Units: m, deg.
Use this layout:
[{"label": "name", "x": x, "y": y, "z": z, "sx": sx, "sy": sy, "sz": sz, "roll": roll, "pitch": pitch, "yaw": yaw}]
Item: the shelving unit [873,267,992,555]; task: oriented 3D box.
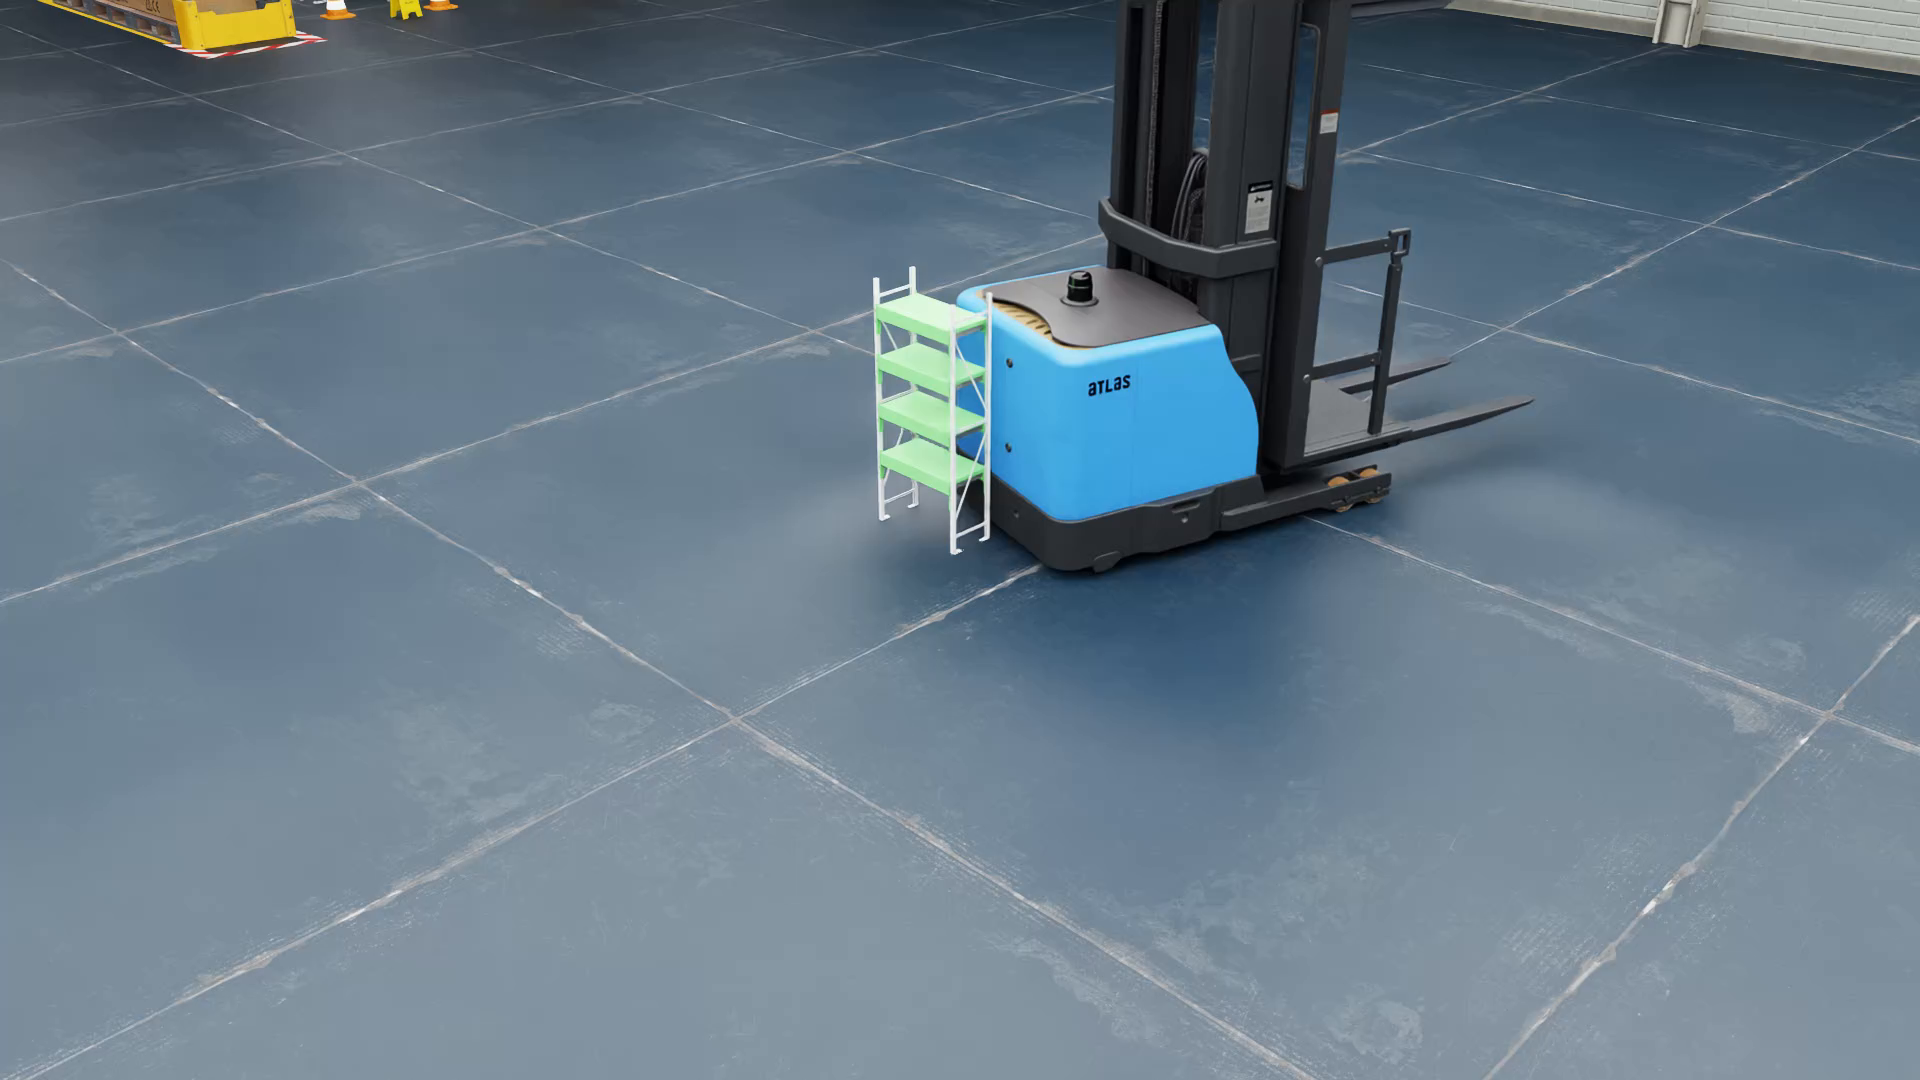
[{"label": "shelving unit", "x": -0.123, "y": -0.584, "z": 7.572, "sx": 0.258, "sy": 1.200, "sz": 0.503, "roll": -24, "pitch": 36, "yaw": -38}]

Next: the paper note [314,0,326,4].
[{"label": "paper note", "x": -7.734, "y": -6.507, "z": 20.094, "sx": 0.144, "sy": 0.017, "sz": 0.142, "roll": -13, "pitch": 30, "yaw": -22}]

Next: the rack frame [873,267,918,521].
[{"label": "rack frame", "x": -0.294, "y": -0.665, "z": 7.726, "sx": 0.240, "sy": 1.200, "sz": 0.015, "roll": -24, "pitch": 36, "yaw": -38}]

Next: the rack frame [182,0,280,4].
[{"label": "rack frame", "x": -7.836, "y": -6.760, "z": 17.384, "sx": 0.127, "sy": 3.000, "sz": 1.000, "roll": 25, "pitch": 36, "yaw": 38}]

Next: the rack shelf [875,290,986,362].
[{"label": "rack shelf", "x": -0.123, "y": -0.952, "z": 7.378, "sx": 0.258, "sy": 0.148, "sz": 0.480, "roll": -24, "pitch": 36, "yaw": -38}]

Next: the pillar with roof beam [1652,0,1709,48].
[{"label": "pillar with roof beam", "x": 4.713, "y": -7.922, "z": 13.147, "sx": 0.400, "sy": 9.000, "sz": 9.100, "roll": 25, "pitch": 36, "yaw": 38}]

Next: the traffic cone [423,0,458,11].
[{"label": "traffic cone", "x": -6.185, "y": -6.546, "z": 19.702, "sx": 0.334, "sy": 0.463, "sz": 0.336, "roll": 25, "pitch": 36, "yaw": 38}]

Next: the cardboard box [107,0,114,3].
[{"label": "cardboard box", "x": -9.644, "y": -6.790, "z": 19.271, "sx": 0.875, "sy": 0.875, "sz": 0.875, "roll": 25, "pitch": 37, "yaw": 39}]

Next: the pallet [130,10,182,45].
[{"label": "pallet", "x": -8.461, "y": -5.761, "z": 18.480, "sx": 1.213, "sy": 0.211, "sz": 1.003, "roll": 25, "pitch": 36, "yaw": 38}]

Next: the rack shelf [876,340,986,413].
[{"label": "rack shelf", "x": -0.123, "y": -0.740, "z": 7.490, "sx": 0.258, "sy": 0.148, "sz": 0.480, "roll": -24, "pitch": 36, "yaw": -38}]

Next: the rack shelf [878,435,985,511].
[{"label": "rack shelf", "x": -0.123, "y": -0.315, "z": 7.713, "sx": 0.258, "sy": 0.148, "sz": 0.480, "roll": -24, "pitch": 36, "yaw": -38}]

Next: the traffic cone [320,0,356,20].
[{"label": "traffic cone", "x": -7.219, "y": -6.282, "z": 19.200, "sx": 0.334, "sy": 0.463, "sz": 0.336, "roll": 25, "pitch": 36, "yaw": 38}]

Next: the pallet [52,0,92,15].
[{"label": "pallet", "x": -10.201, "y": -6.557, "z": 19.994, "sx": 1.213, "sy": 0.211, "sz": 1.003, "roll": 25, "pitch": 36, "yaw": 38}]

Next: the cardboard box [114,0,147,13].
[{"label": "cardboard box", "x": -8.995, "y": -6.492, "z": 18.704, "sx": 0.875, "sy": 0.875, "sz": 0.875, "roll": 24, "pitch": 36, "yaw": 38}]

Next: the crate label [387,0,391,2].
[{"label": "crate label", "x": -6.789, "y": -6.638, "z": 20.227, "sx": 0.298, "sy": 0.136, "sz": 0.250, "roll": 7, "pitch": 29, "yaw": 13}]

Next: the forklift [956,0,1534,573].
[{"label": "forklift", "x": 1.511, "y": -1.632, "z": 7.705, "sx": 3.031, "sy": 2.935, "sz": 1.130, "roll": -14, "pitch": 31, "yaw": -25}]

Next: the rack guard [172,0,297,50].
[{"label": "rack guard", "x": -7.819, "y": -5.646, "z": 17.951, "sx": 0.348, "sy": 0.500, "sz": 1.175, "roll": 25, "pitch": 36, "yaw": 38}]

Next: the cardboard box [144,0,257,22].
[{"label": "cardboard box", "x": -8.366, "y": -6.205, "z": 18.160, "sx": 0.875, "sy": 0.875, "sz": 0.875, "roll": 25, "pitch": 37, "yaw": 39}]

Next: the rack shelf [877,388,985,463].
[{"label": "rack shelf", "x": -0.123, "y": -0.528, "z": 7.601, "sx": 0.258, "sy": 0.148, "sz": 0.480, "roll": -24, "pitch": 36, "yaw": -38}]

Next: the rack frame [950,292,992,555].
[{"label": "rack frame", "x": 0.047, "y": -0.503, "z": 7.417, "sx": 0.240, "sy": 1.200, "sz": 0.015, "roll": -24, "pitch": 36, "yaw": -38}]

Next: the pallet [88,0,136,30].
[{"label": "pallet", "x": -9.327, "y": -6.159, "z": 19.237, "sx": 1.213, "sy": 0.211, "sz": 1.003, "roll": 25, "pitch": 36, "yaw": 38}]

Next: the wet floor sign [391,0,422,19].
[{"label": "wet floor sign", "x": -6.427, "y": -6.366, "z": 19.164, "sx": 0.232, "sy": 0.644, "sz": 0.267, "roll": 18, "pitch": 33, "yaw": 30}]
